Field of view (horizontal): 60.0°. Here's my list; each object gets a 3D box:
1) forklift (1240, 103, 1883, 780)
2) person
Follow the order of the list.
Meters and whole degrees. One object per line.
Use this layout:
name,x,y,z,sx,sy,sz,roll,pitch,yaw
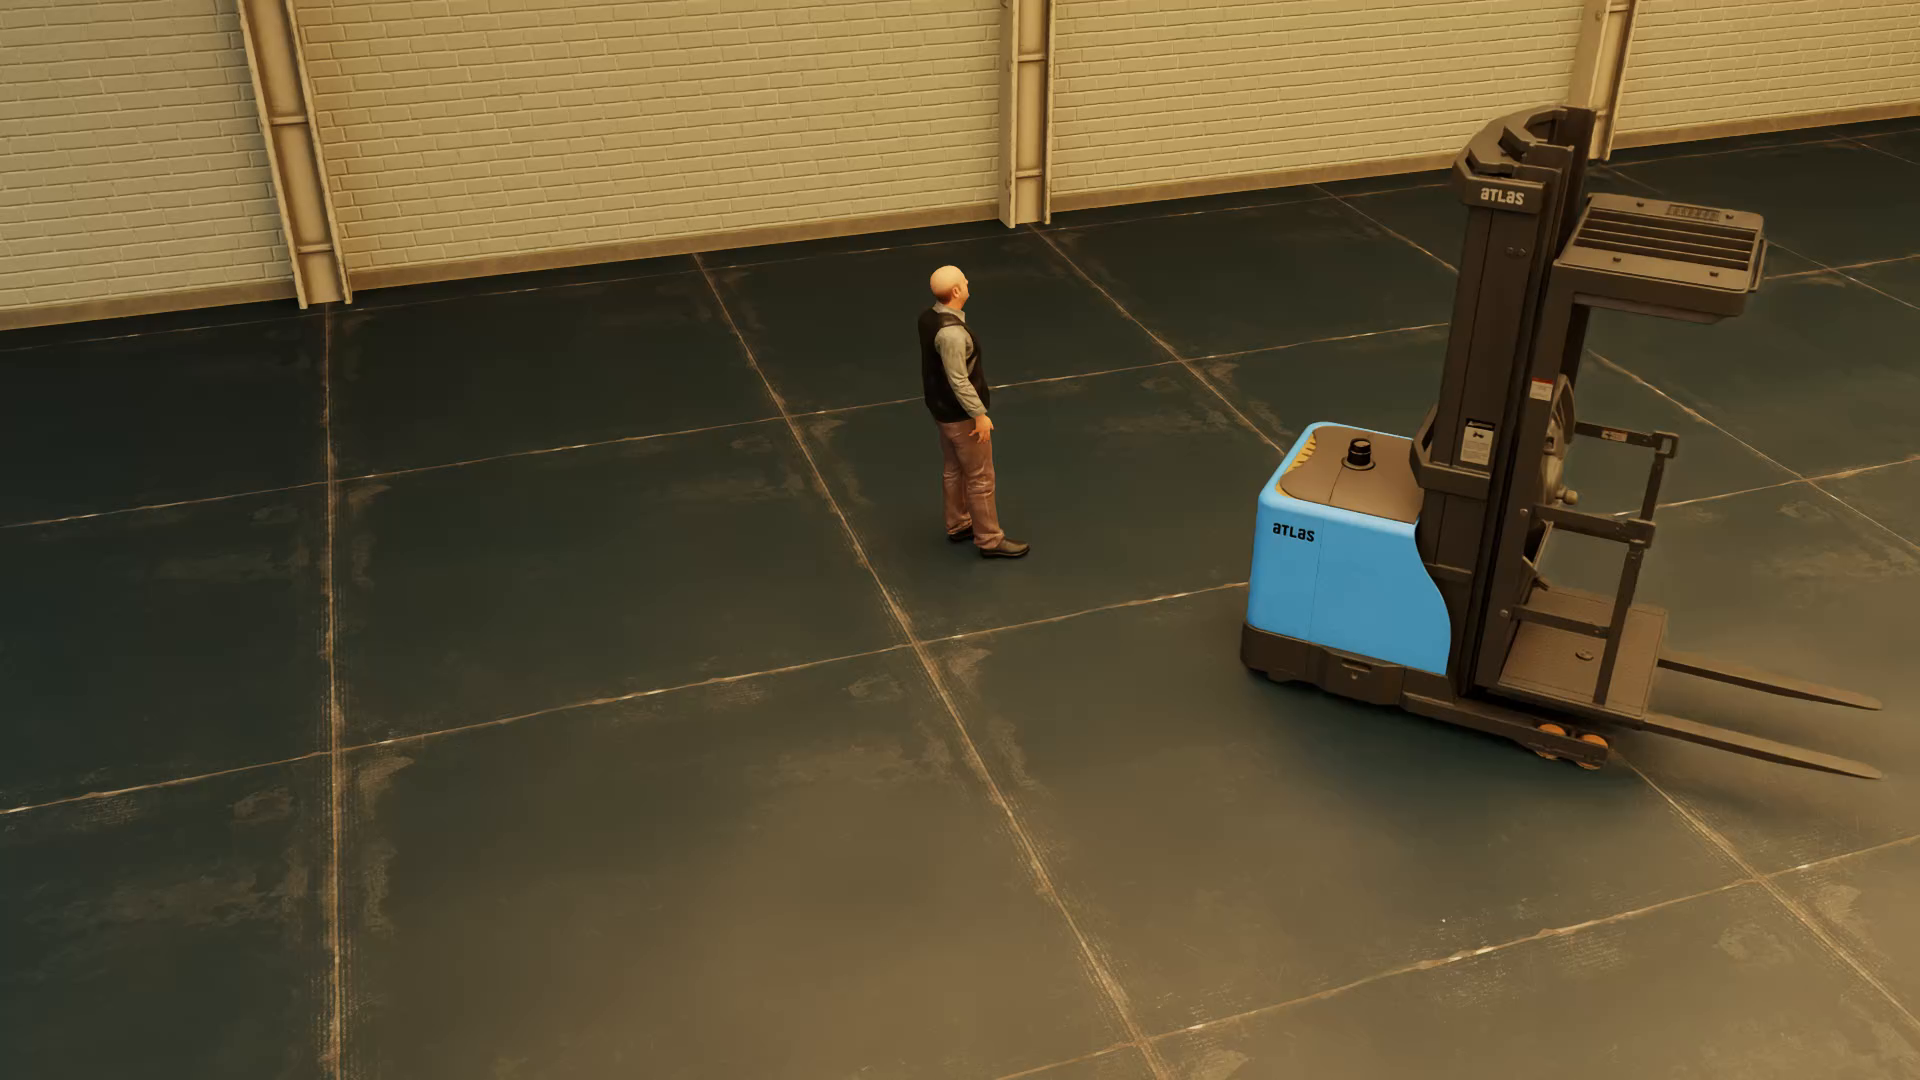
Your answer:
forklift,3.035,-0.459,7.884,3.031,2.935,1.130,14,33,23
person,0.061,-0.758,9.603,0.568,1.720,0.632,-10,31,-16
